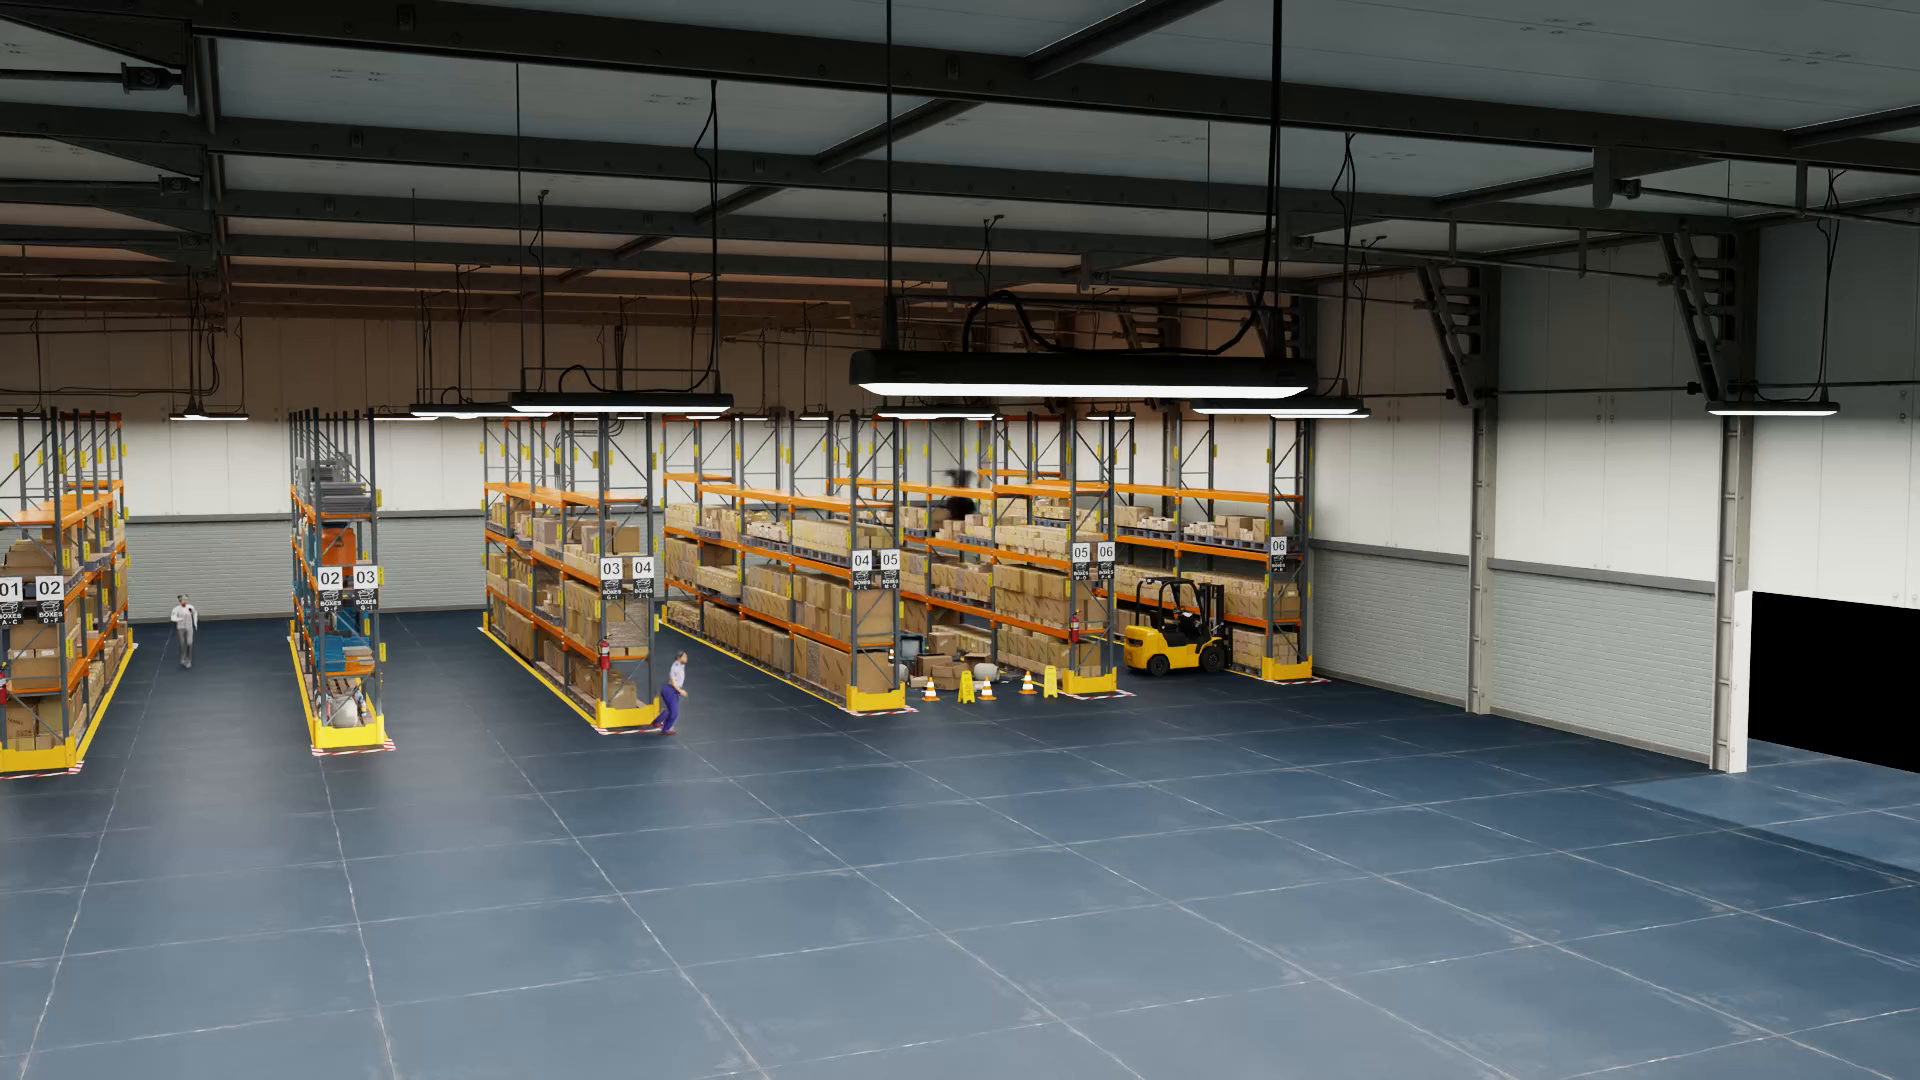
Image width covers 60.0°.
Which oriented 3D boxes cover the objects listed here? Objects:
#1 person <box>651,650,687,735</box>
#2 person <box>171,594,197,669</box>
[{"bbox_3d":[-5.347,2.801,30.527,0.708,1.568,0.597,0,4,-2],"label":"person"},{"bbox_3d":[-18.274,2.128,39.180,0.557,1.740,0.847,-2,4,-25],"label":"person"}]
